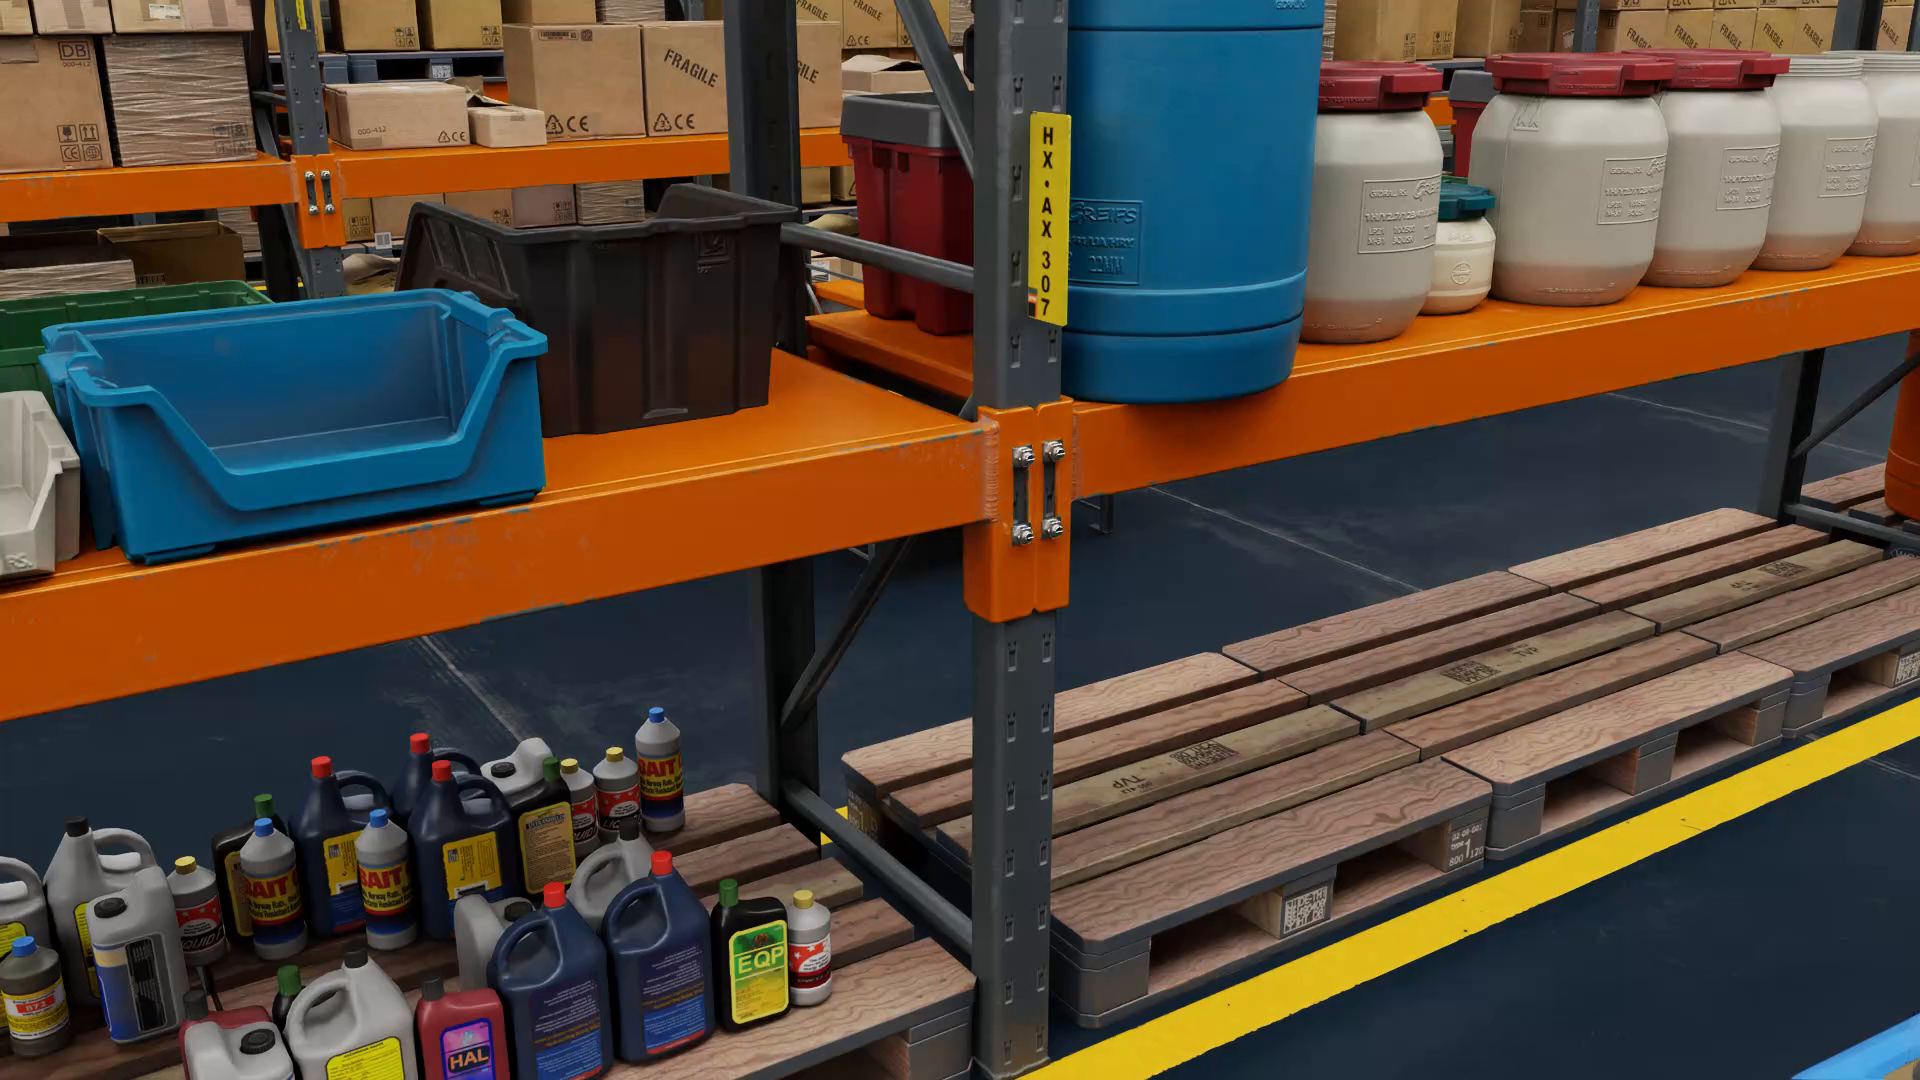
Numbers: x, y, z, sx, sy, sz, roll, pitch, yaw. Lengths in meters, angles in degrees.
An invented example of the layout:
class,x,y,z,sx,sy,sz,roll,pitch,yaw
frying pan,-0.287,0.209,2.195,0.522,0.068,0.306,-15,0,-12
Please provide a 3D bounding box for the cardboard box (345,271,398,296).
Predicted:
class,x,y,z,sx,sy,sz,roll,pitch,yaw
cardboard box,-2.392,-1.018,7.334,0.500,0.311,0.500,-12,22,-31

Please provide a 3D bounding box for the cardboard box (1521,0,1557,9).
class,x,y,z,sx,sy,sz,roll,pitch,yaw
cardboard box,4.087,-3.938,11.493,0.500,0.500,0.500,-12,22,-31

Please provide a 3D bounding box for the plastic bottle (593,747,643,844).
class,x,y,z,sx,sy,sz,roll,pitch,yaw
plastic bottle,-0.745,0.550,3.617,0.097,0.201,0.097,0,19,0

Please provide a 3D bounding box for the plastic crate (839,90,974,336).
class,x,y,z,sx,sy,sz,roll,pitch,yaw
plastic crate,0.083,-0.722,3.596,0.583,0.464,0.402,-12,22,-31

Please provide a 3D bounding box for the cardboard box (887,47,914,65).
class,x,y,z,sx,sy,sz,roll,pitch,yaw
cardboard box,-0.584,-4.038,13.867,0.250,0.149,0.380,-12,22,-31

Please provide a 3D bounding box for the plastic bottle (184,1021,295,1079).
class,x,y,z,sx,sy,sz,roll,pitch,yaw
plastic bottle,-1.100,0.866,2.564,0.135,0.276,0.152,-11,22,-30

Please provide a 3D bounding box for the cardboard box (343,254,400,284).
class,x,y,z,sx,sy,sz,roll,pitch,yaw
cardboard box,-2.694,-1.160,7.754,0.500,0.311,0.500,-12,22,-31

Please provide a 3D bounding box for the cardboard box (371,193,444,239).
class,x,y,z,sx,sy,sz,roll,pitch,yaw
cardboard box,-4.144,-2.516,12.219,0.500,0.500,0.700,-12,22,-31

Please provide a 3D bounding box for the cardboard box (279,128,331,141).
class,x,y,z,sx,sy,sz,roll,pitch,yaw
cardboard box,-4.630,-2.766,11.789,0.500,0.250,0.500,-12,22,-33

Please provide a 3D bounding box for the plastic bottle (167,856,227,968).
class,x,y,z,sx,sy,sz,roll,pitch,yaw
plastic bottle,-1.462,0.701,3.170,0.097,0.201,0.097,0,19,0

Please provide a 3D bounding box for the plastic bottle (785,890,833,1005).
class,x,y,z,sx,sy,sz,roll,pitch,yaw
plastic bottle,-0.285,0.740,3.054,0.097,0.201,0.097,0,19,0

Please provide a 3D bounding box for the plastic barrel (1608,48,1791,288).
class,x,y,z,sx,sy,sz,roll,pitch,yaw
plastic barrel,1.741,-0.904,4.023,0.433,0.535,0.433,0,19,0

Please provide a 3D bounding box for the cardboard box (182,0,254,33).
class,x,y,z,sx,sy,sz,roll,pitch,yaw
cardboard box,-2.984,-2.099,6.602,0.250,0.149,0.380,-12,22,-31

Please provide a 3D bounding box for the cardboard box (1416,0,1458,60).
class,x,y,z,sx,sy,sz,roll,pitch,yaw
cardboard box,2.749,-3.344,10.639,0.500,0.500,0.700,-8,20,-23

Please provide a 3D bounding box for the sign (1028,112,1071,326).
class,x,y,z,sx,sy,sz,roll,pitch,yaw
sign,0.140,-0.506,2.627,0.005,0.325,0.100,-12,22,-31

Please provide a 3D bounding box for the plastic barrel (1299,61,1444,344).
class,x,y,z,sx,sy,sz,roll,pitch,yaw
plastic barrel,0.766,-0.698,3.415,0.433,0.535,0.433,0,19,0

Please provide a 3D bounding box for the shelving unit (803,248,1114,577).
class,x,y,z,sx,sy,sz,roll,pitch,yaw
shelving unit,0.006,-0.534,6.068,1.048,1.125,0.538,-12,22,-31

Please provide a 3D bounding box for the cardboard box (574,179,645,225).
class,x,y,z,sx,sy,sz,roll,pitch,yaw
cardboard box,-2.834,-2.762,12.948,0.500,0.500,0.700,-12,22,-31

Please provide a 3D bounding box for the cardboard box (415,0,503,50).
class,x,y,z,sx,sy,sz,roll,pitch,yaw
cardboard box,-3.677,-3.824,12.028,0.500,0.500,0.700,-12,22,-31

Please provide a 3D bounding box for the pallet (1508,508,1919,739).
class,x,y,z,sx,sy,sz,roll,pitch,yaw
pallet,2.519,0.218,5.270,1.213,0.211,1.003,-12,22,-31

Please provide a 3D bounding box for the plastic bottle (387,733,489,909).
class,x,y,z,sx,sy,sz,roll,pitch,yaw
plastic bottle,-1.056,0.553,3.373,0.185,0.351,0.144,-11,22,-30

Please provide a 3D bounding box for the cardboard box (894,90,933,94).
class,x,y,z,sx,sy,sz,roll,pitch,yaw
cardboard box,-0.133,-2.203,8.470,0.250,0.149,0.380,-12,22,-31

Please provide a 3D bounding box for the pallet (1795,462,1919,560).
class,x,y,z,sx,sy,sz,roll,pitch,yaw
pallet,3.823,-0.058,6.086,1.213,0.211,1.003,-12,22,-31

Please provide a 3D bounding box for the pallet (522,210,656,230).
class,x,y,z,sx,sy,sz,roll,pitch,yaw
pallet,-2.915,-2.420,13.075,1.213,0.211,1.003,-12,22,-31

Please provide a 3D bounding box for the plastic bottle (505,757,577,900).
class,x,y,z,sx,sy,sz,roll,pitch,yaw
plastic bottle,-0.856,0.586,3.383,0.133,0.283,0.061,-12,22,-31

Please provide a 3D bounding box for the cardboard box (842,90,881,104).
class,x,y,z,sx,sy,sz,roll,pitch,yaw
cardboard box,-0.568,-2.196,8.448,0.250,0.149,0.380,-10,21,-27

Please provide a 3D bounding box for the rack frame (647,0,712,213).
class,x,y,z,sx,sy,sz,roll,pitch,yaw
rack frame,-2.261,-3.879,13.034,0.127,3.000,1.000,-12,22,-31

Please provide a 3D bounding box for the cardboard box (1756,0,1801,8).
class,x,y,z,sx,sy,sz,roll,pitch,yaw
cardboard box,5.646,-4.060,11.854,0.500,0.500,0.500,-11,22,-30

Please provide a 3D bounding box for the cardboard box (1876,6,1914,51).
class,x,y,z,sx,sy,sz,roll,pitch,yaw
cardboard box,6.923,-3.859,12.820,0.500,0.500,0.500,-11,22,-30

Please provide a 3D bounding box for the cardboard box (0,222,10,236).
class,x,y,z,sx,sy,sz,roll,pitch,yaw
cardboard box,-6.447,-2.005,10.708,0.500,0.500,0.500,-14,23,-35

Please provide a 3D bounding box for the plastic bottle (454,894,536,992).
class,x,y,z,sx,sy,sz,roll,pitch,yaw
plastic bottle,-0.795,0.747,2.918,0.135,0.276,0.152,-12,22,-31

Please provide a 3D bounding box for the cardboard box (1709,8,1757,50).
class,x,y,z,sx,sy,sz,roll,pitch,yaw
cardboard box,5.228,-3.502,11.763,0.500,0.500,0.500,-12,22,-32

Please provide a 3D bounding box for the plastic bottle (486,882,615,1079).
class,x,y,z,sx,sy,sz,roll,pitch,yaw
plastic bottle,-0.693,0.747,2.802,0.185,0.351,0.144,-13,23,-34

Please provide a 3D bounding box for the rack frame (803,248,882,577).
class,x,y,z,sx,sy,sz,roll,pitch,yaw
rack frame,-0.419,-0.445,5.803,0.032,1.125,0.500,-12,22,-31

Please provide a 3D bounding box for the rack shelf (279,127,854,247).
class,x,y,z,sx,sy,sz,roll,pitch,yaw
rack shelf,-1.204,-1.861,8.190,4.000,0.370,1.077,-12,22,-31

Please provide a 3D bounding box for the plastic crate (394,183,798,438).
class,x,y,z,sx,sy,sz,roll,pitch,yaw
plastic crate,-0.660,-0.437,2.950,0.504,0.338,0.767,-12,22,-31

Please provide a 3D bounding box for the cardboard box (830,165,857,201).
class,x,y,z,sx,sy,sz,roll,pitch,yaw
cardboard box,-0.840,-3.306,14.042,0.750,0.750,0.750,-12,22,-32

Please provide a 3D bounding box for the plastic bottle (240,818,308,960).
class,x,y,z,sx,sy,sz,roll,pitch,yaw
plastic bottle,-1.315,0.660,3.182,0.097,0.271,0.097,0,19,0

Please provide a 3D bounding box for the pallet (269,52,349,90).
class,x,y,z,sx,sy,sz,roll,pitch,yaw
pallet,-4.884,-3.179,11.264,1.213,0.211,1.003,-12,22,-31

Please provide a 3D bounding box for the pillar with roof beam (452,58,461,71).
class,x,y,z,sx,sy,sz,roll,pitch,yaw
pillar with roof beam,-1.455,-5.572,8.674,0.400,9.000,9.100,-12,22,-31

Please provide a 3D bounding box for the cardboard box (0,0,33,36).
class,x,y,z,sx,sy,sz,roll,pitch,yaw
cardboard box,-3.627,-1.963,6.198,0.250,0.149,0.380,-12,22,-32

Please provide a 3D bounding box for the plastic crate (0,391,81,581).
class,x,y,z,sx,sy,sz,roll,pitch,yaw
plastic crate,-1.370,-0.046,2.108,0.437,0.136,0.530,-12,22,-31

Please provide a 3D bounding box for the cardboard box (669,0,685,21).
class,x,y,z,sx,sy,sz,roll,pitch,yaw
cardboard box,-2.012,-4.230,13.422,0.500,0.500,0.500,-12,22,-31

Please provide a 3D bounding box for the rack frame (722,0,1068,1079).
class,x,y,z,sx,sy,sz,roll,pitch,yaw
rack frame,-0.153,-0.524,3.112,0.127,3.000,1.000,-12,22,-31

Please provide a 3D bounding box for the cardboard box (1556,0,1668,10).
class,x,y,z,sx,sy,sz,roll,pitch,yaw
cardboard box,4.355,-3.788,11.048,0.500,0.500,0.500,-11,22,-30

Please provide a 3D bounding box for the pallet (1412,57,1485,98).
class,x,y,z,sx,sy,sz,roll,pitch,yaw
pallet,3.080,-3.056,10.902,1.213,0.211,1.003,-12,22,-31

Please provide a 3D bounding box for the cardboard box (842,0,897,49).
class,x,y,z,sx,sy,sz,roll,pitch,yaw
cardboard box,-0.857,-4.270,13.541,0.500,0.500,0.500,-12,22,-32

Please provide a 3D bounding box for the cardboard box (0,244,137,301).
class,x,y,z,sx,sy,sz,roll,pitch,yaw
cardboard box,-3.565,-0.876,6.620,0.500,0.500,0.500,-12,22,-31

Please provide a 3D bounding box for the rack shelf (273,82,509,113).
class,x,y,z,sx,sy,sz,roll,pitch,yaw
rack shelf,-3.931,-3.186,12.107,4.000,0.370,1.077,-12,22,-31

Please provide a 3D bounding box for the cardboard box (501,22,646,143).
class,x,y,z,sx,sy,sz,roll,pitch,yaw
cardboard box,-1.784,-2.121,7.679,0.500,0.500,0.500,-10,21,-28
